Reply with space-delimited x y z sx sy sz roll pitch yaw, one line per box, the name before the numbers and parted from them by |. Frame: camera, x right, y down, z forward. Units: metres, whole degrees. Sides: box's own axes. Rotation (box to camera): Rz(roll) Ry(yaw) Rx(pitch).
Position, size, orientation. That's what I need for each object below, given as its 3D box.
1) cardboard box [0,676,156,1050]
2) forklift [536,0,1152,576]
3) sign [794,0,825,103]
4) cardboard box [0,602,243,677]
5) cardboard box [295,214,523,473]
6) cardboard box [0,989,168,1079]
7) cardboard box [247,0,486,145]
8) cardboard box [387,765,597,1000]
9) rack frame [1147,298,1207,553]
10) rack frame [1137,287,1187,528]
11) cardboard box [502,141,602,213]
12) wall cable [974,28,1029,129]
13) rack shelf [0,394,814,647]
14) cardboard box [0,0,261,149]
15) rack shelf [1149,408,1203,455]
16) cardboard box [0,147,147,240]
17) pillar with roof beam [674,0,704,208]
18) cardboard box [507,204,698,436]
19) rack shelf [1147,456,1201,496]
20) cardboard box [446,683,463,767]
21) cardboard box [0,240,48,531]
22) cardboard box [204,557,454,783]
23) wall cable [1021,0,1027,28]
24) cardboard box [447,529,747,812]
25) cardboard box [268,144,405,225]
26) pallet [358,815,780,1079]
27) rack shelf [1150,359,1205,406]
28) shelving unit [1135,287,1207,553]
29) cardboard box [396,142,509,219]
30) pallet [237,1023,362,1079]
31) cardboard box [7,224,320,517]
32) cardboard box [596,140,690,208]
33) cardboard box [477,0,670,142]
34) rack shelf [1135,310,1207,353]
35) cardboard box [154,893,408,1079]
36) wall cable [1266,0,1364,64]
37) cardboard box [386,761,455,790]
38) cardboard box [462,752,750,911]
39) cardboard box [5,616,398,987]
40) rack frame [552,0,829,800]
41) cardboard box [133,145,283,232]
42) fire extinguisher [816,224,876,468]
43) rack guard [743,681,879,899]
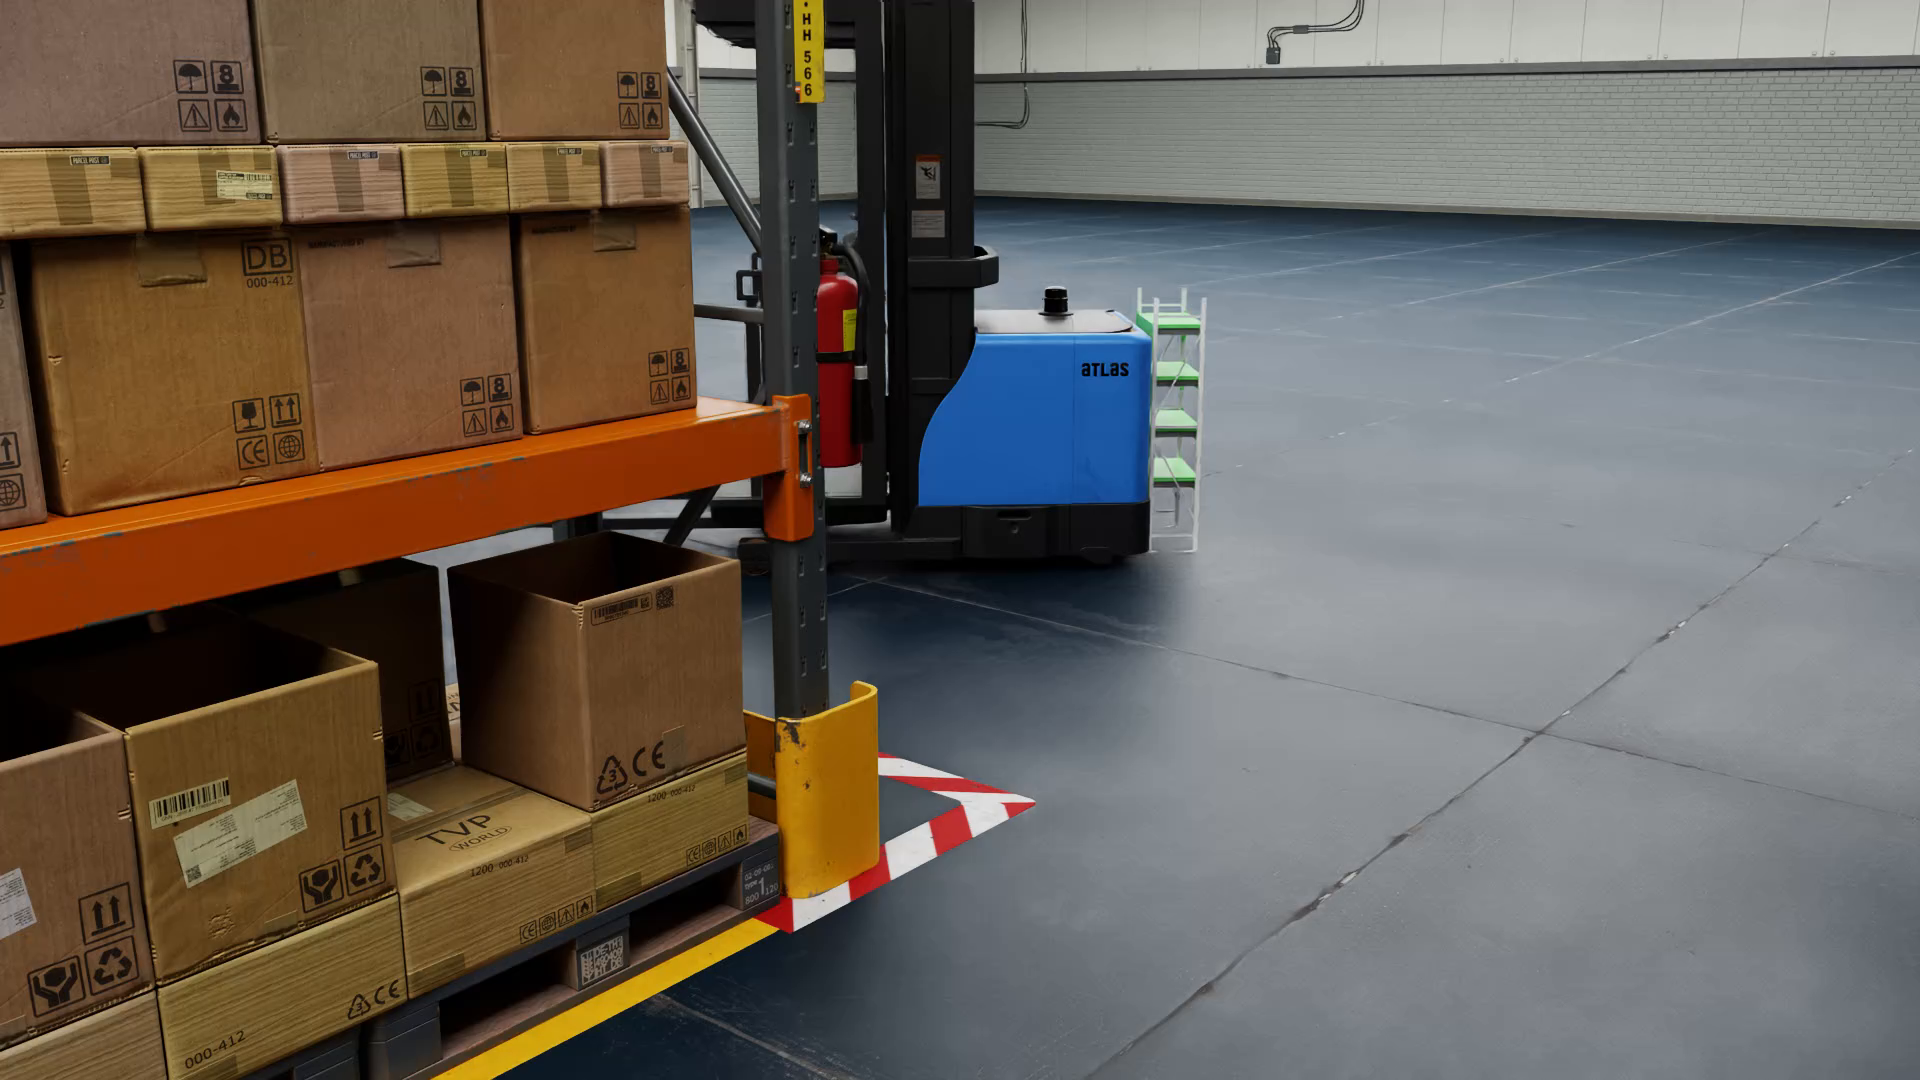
cardboard box | -1.813 0.586 2.933 0.500 0.500 0.500 11 18 38
forklift | -0.666 -1.392 7.651 3.031 2.935 1.130 -1 14 -3
sign | -0.362 -1.207 3.950 0.100 0.325 0.005 11 18 38
cardboard box | -1.902 0.410 3.626 0.500 0.500 0.500 11 18 38
cardboard box | -1.405 -0.478 3.708 0.700 0.500 0.500 12 18 39
cardboard box | -1.816 0.949 3.028 0.500 0.250 0.500 11 18 38
cardboard box | -1.438 -1.096 3.507 0.700 0.500 0.500 11 18 36
cardboard box | -1.187 0.757 3.781 0.500 0.250 0.500 11 18 38
rack frame | 1.006 -0.523 7.744 0.240 1.200 0.015 -1 14 -3
rack frame | 0.980 -0.643 8.217 0.240 1.200 0.015 -1 14 -3
cardboard box | -1.030 -0.828 3.769 0.380 0.149 0.250 12 18 39
wall cable | 0.548 -11.966 43.257 3.097 2.526 0.112 11 18 38
rack shelf | -2.032 0.114 3.044 1.077 0.370 4.000 11 18 38
cardboard box | -1.754 -0.999 3.127 0.700 0.500 0.500 11 18 38
rack shelf | 0.993 -0.521 7.996 0.258 0.148 0.480 -1 14 -3
cardboard box | -1.679 -0.630 2.990 0.380 0.149 0.250 12 18 39
pillar with roof beam | -2.755 -11.296 34.314 9.100 9.000 0.400 11 18 38
cardboard box | -1.078 -0.579 4.107 0.700 0.500 0.500 11 18 38
rack shelf | 0.993 -0.288 8.055 0.258 0.148 0.480 -1 14 -3
cardboard box | -1.285 0.579 4.481 0.500 0.250 0.500 11 18 38
cardboard box | -2.049 -0.282 2.938 0.700 0.500 0.500 12 19 39
cardboard box | -1.598 0.312 4.011 0.500 0.500 0.500 11 18 38
wall cable | 2.652 -13.995 40.987 3.097 2.526 0.112 11 18 38
cardboard box | -0.880 0.297 4.072 0.500 0.500 0.500 11 18 38
cardboard box | -1.351 -0.731 3.387 0.380 0.149 0.250 12 18 38
pallet | -1.223 0.886 4.204 1.003 0.211 1.213 11 18 38
rack shelf | 0.993 -0.754 7.937 0.258 0.148 0.480 -1 14 -3
shelving unit | 0.993 -0.583 7.981 0.258 1.200 0.503 -1 14 -3
cardboard box | -1.191 -0.779 3.576 0.380 0.149 0.250 11 18 37
pallet | -1.990 1.119 3.289 1.003 0.211 1.213 11 18 38
cardboard box | -1.721 -0.383 3.337 0.700 0.500 0.500 11 18 38
cardboard box | -0.867 -0.878 3.967 0.380 0.149 0.250 11 18 37
cardboard box | -1.111 -1.198 3.907 0.700 0.500 0.500 11 18 38
rack shelf | 0.993 -0.986 7.878 0.258 0.148 0.480 -1 14 -3
cardboard box | -1.500 0.853 3.403 0.500 0.250 0.500 11 18 38
wall cable | 7.922 -13.647 36.661 2.305 6.003 0.169 11 18 38
cardboard box | -1.596 0.676 4.102 0.500 0.250 0.500 11 18 38
cardboard box | -0.882 0.660 4.166 0.500 0.250 0.500 11 18 38
cardboard box | -1.498 0.490 3.309 0.500 0.500 0.500 11 18 38
rack frame | -0.775 -0.618 4.463 1.000 3.000 0.127 11 18 38
cardboard box | -1.515 -0.681 3.189 0.380 0.149 0.250 12 19 39
fire extinguisher | -0.339 -0.531 4.279 0.296 0.674 0.183 11 18 38
rack guard | -0.760 0.589 4.789 1.175 0.500 0.348 11 18 38
